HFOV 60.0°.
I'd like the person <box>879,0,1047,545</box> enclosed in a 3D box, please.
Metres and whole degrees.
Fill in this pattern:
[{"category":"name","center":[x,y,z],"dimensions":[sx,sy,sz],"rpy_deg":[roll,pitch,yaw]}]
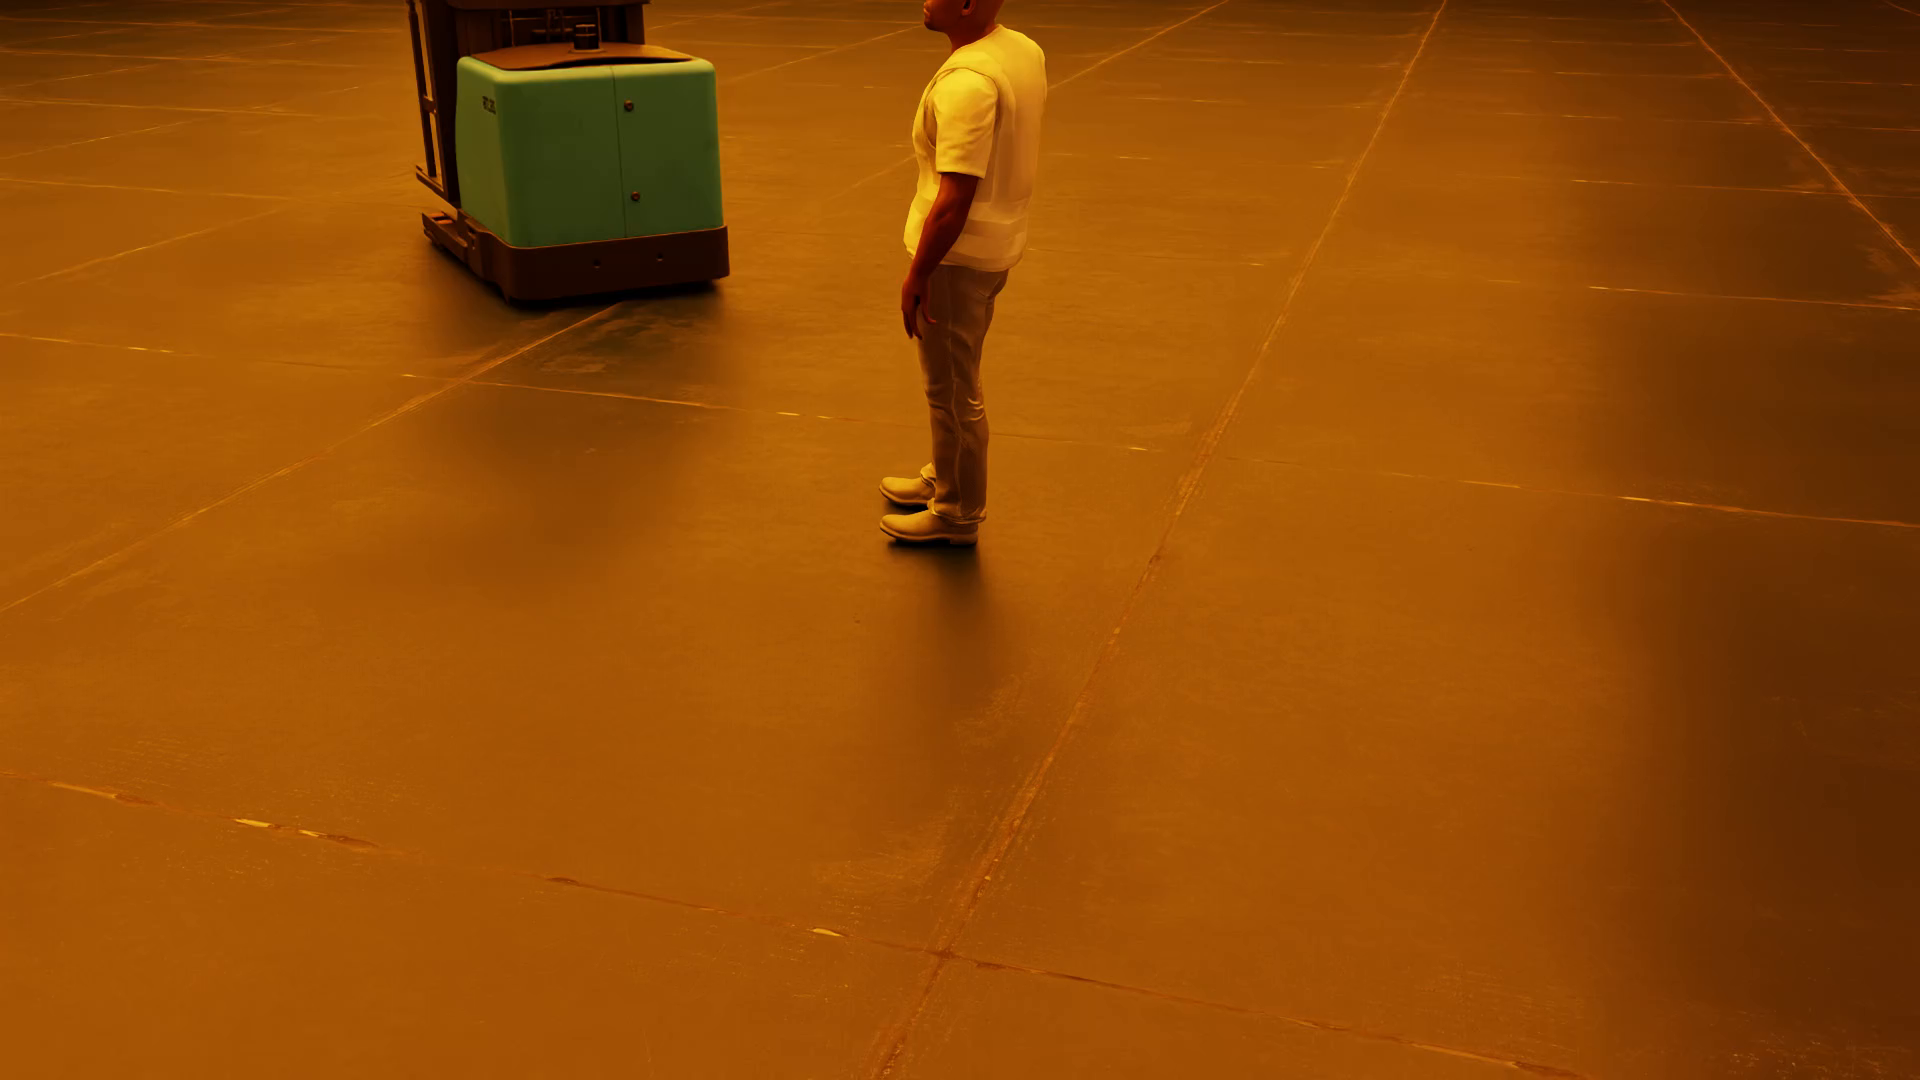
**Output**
[{"category":"person","center":[-0.064,-0.833,4.805],"dimensions":[0.577,1.765,0.665],"rpy_deg":[7,23,16]}]

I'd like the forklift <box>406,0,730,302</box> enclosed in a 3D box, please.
[{"category":"forklift","center":[-2.258,-2.968,8.468],"dimensions":[1.130,2.935,3.031],"rpy_deg":[-12,25,-26]}]
